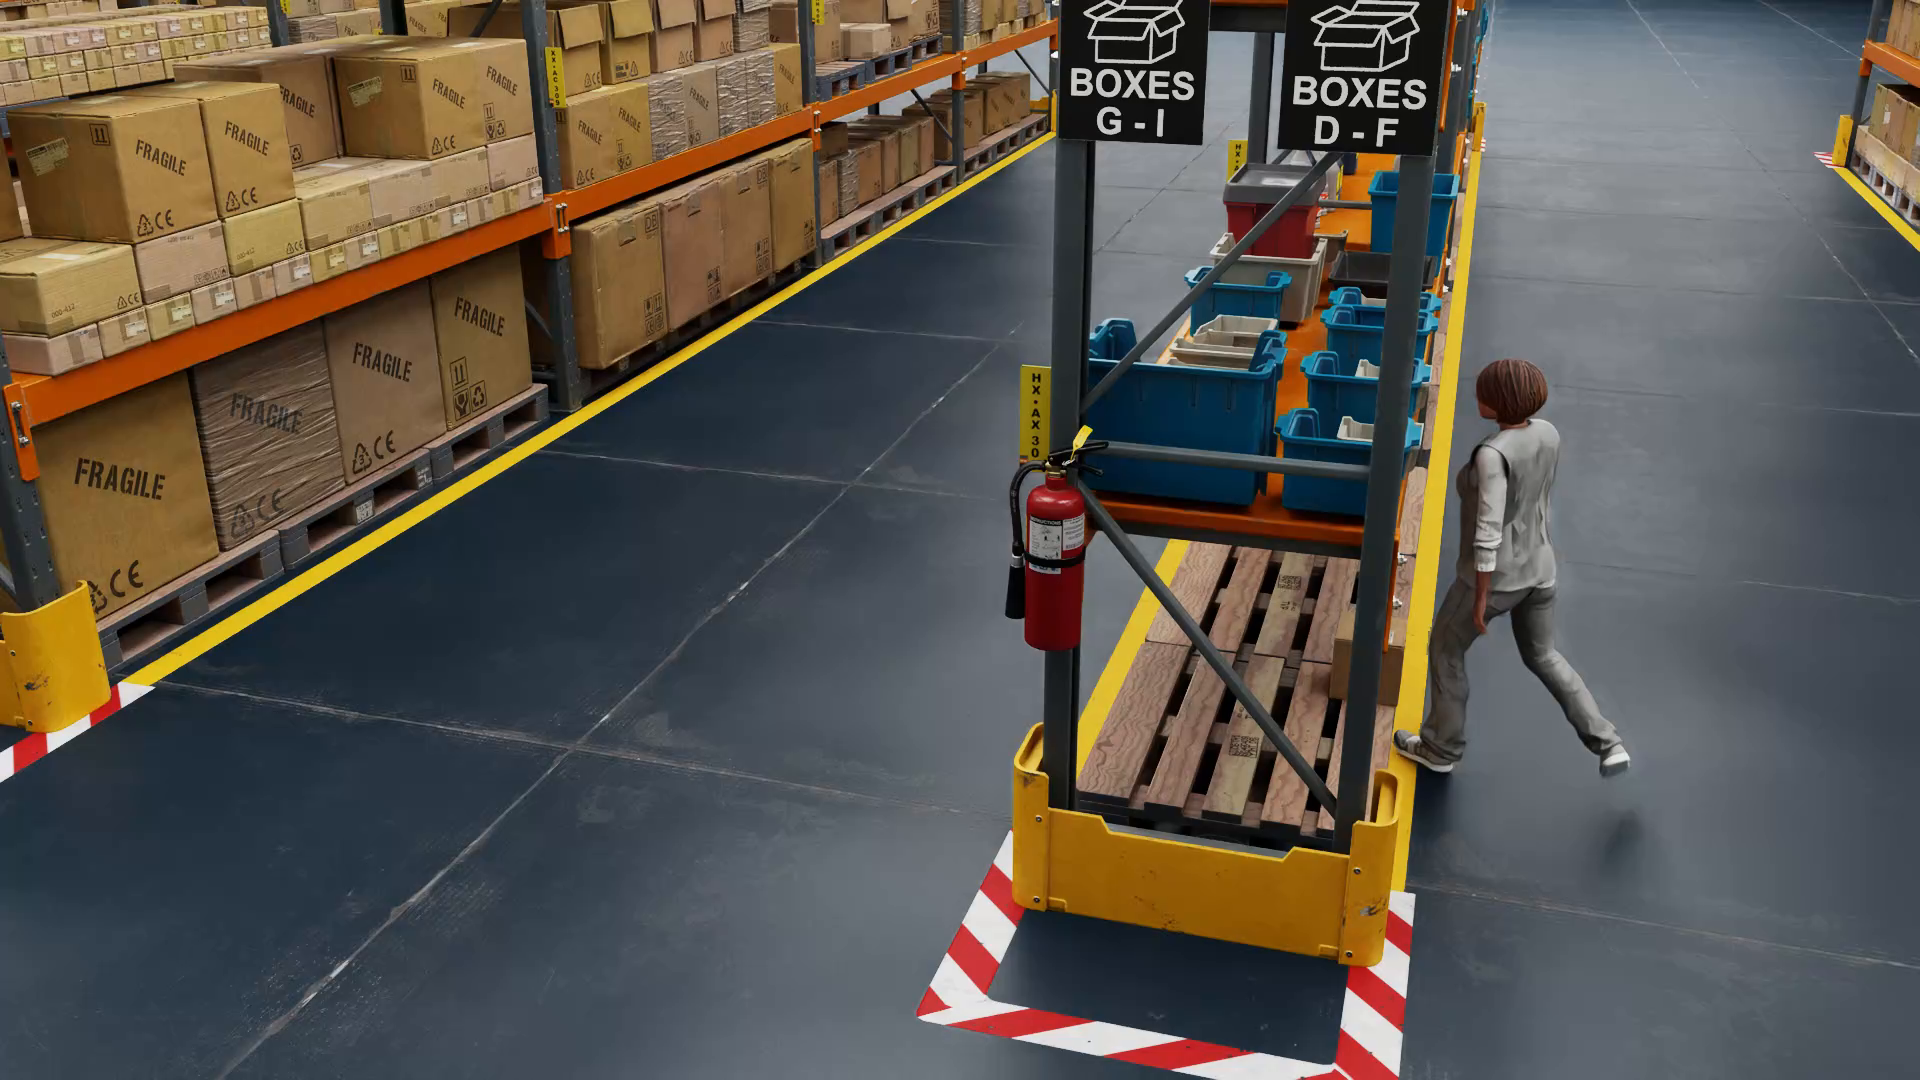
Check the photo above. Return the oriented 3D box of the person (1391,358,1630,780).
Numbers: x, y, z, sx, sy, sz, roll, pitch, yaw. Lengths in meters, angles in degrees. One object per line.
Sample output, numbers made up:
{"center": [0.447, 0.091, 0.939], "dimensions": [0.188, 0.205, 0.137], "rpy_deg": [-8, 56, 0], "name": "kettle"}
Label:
{"center": [1.971, 0.141, 5.742], "dimensions": [0.526, 1.563, 0.802], "rpy_deg": [-14, 26, -30], "name": "person"}
